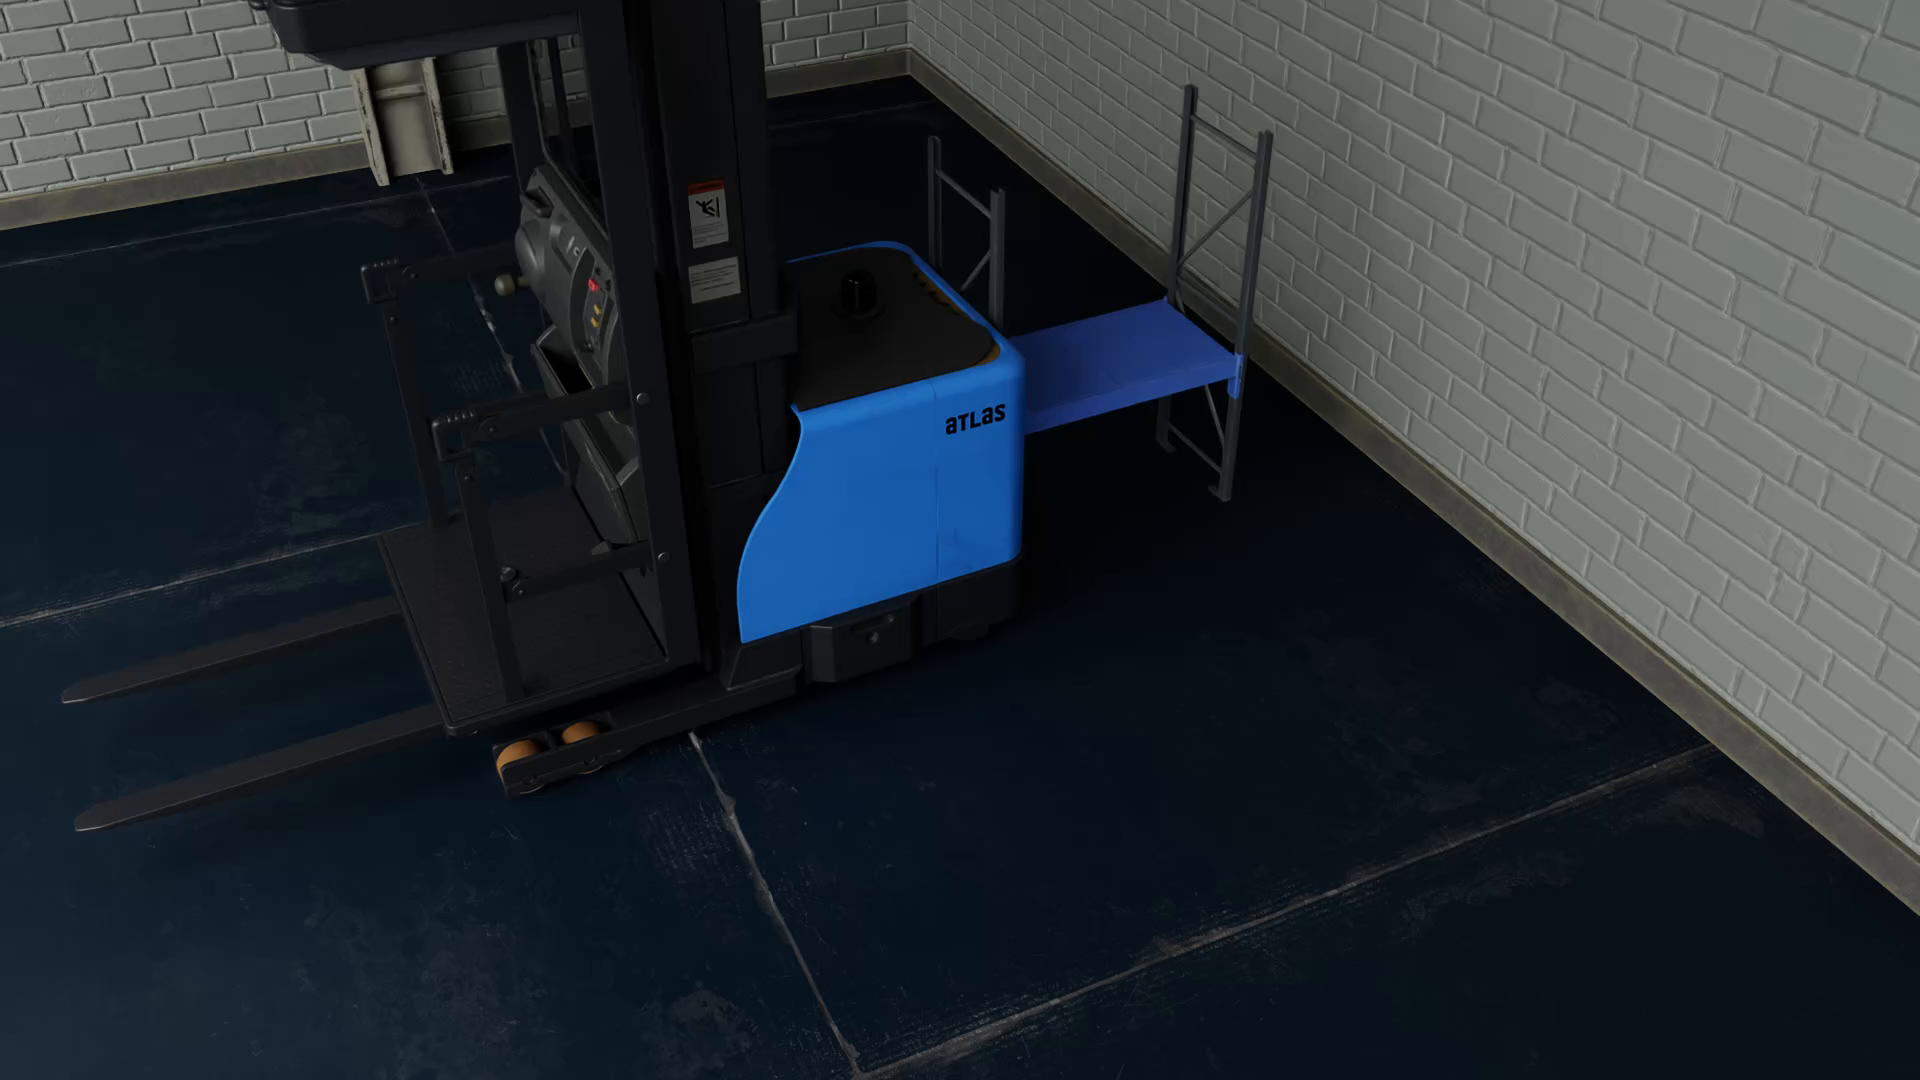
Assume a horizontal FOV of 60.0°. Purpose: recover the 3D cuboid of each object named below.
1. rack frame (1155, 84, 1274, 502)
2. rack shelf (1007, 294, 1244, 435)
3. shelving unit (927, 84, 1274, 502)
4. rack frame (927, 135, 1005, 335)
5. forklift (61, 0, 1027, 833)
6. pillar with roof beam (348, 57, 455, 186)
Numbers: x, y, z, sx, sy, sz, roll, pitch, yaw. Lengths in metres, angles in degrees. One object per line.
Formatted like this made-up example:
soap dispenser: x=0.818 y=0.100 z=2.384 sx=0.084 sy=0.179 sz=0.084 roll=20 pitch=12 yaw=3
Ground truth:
rack frame: x=0.925 y=-0.885 z=6.184 sx=0.032 sy=1.500 sz=0.500 roll=-17 pitch=40 yaw=-21
rack shelf: x=0.471 y=-0.604 z=6.108 sx=1.000 sy=0.185 sz=0.538 roll=-17 pitch=40 yaw=-21
shelving unit: x=0.471 y=-0.749 z=6.001 sx=1.048 sy=1.500 sz=0.538 roll=-17 pitch=40 yaw=-21
rack frame: x=0.017 y=-0.613 z=5.817 sx=0.032 sy=1.500 sz=0.500 roll=-17 pitch=40 yaw=-21
forklift: x=-1.326 y=-0.747 z=4.797 sx=3.031 sy=2.935 sz=1.130 roll=-17 pitch=40 yaw=-21
pillar with roof beam: x=-1.117 y=-3.290 z=3.132 sx=0.400 sy=9.000 sz=9.100 roll=-16 pitch=39 yaw=-20
